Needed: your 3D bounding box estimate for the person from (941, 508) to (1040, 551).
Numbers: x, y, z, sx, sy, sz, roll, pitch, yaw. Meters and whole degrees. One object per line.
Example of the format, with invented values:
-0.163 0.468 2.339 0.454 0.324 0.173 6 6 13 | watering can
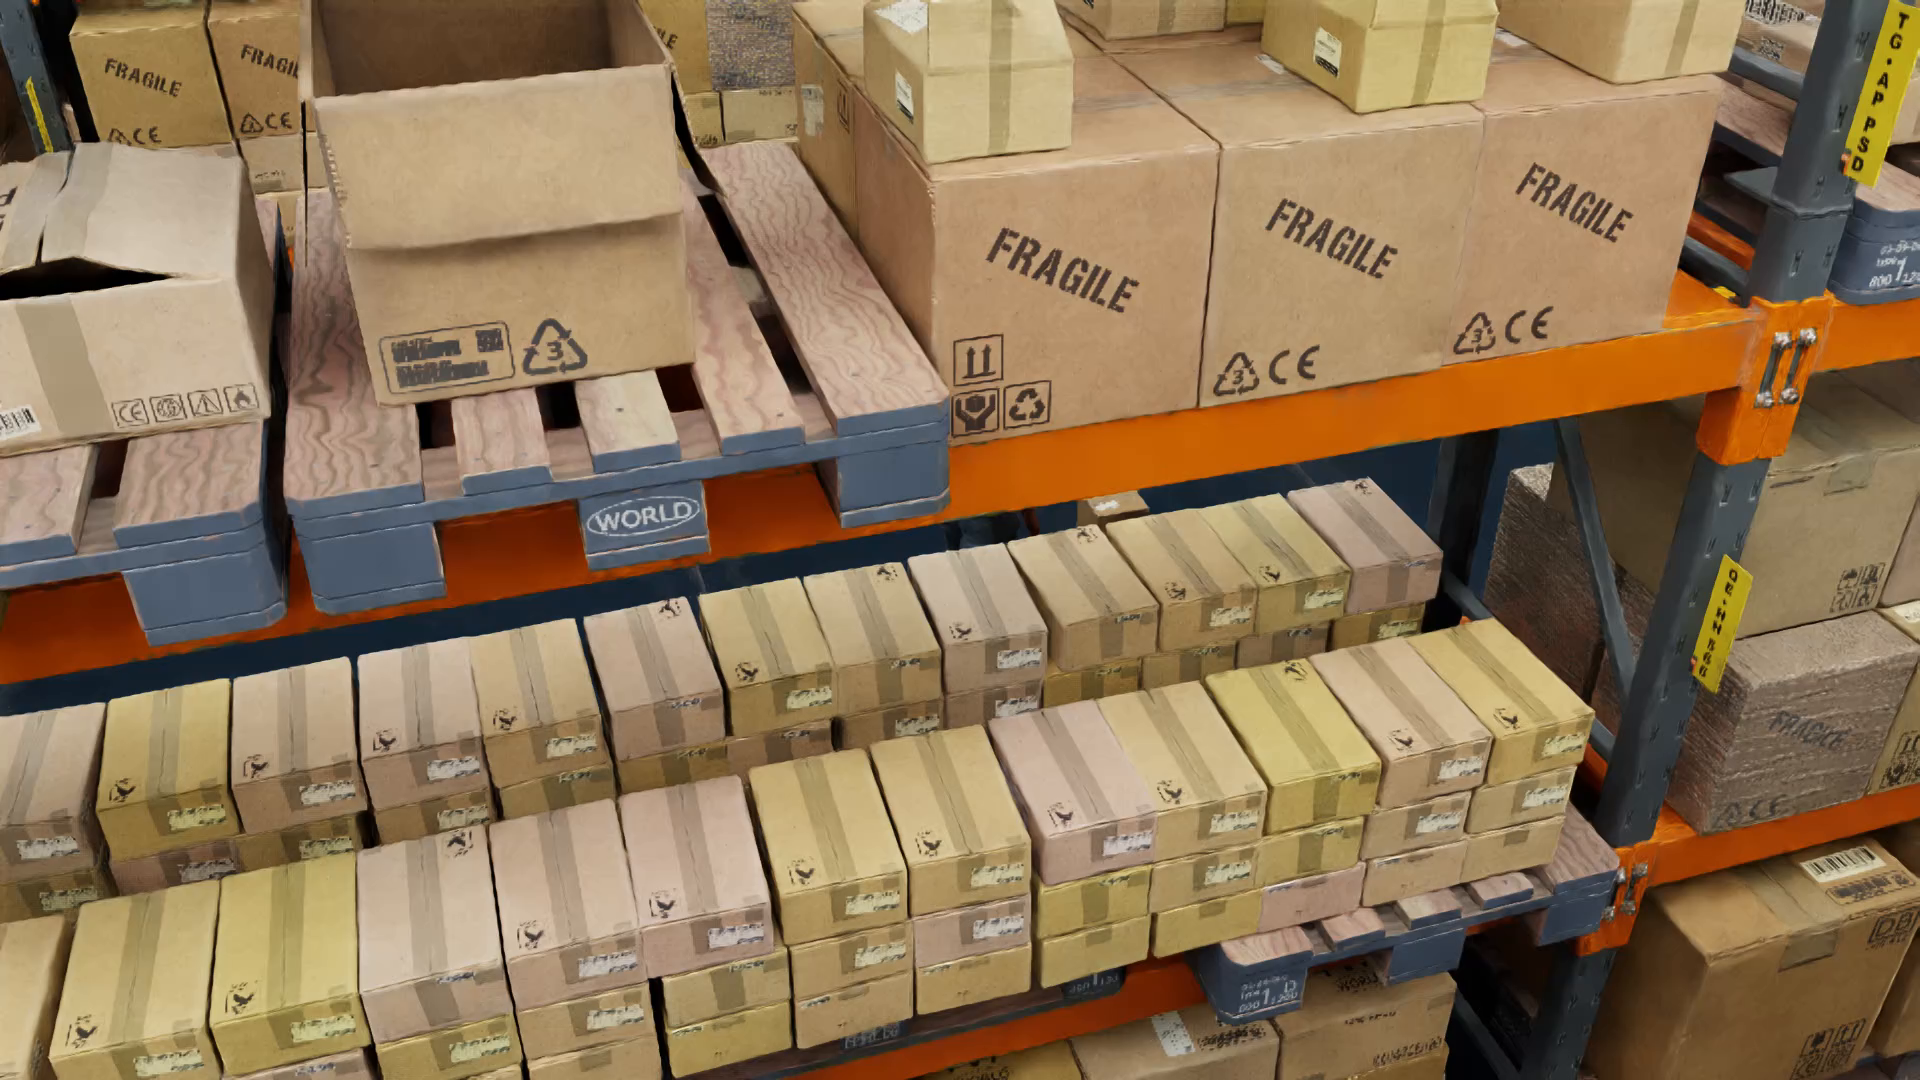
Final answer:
0.028 -0.162 6.368 0.600 1.754 0.563 25 41 32 | person
